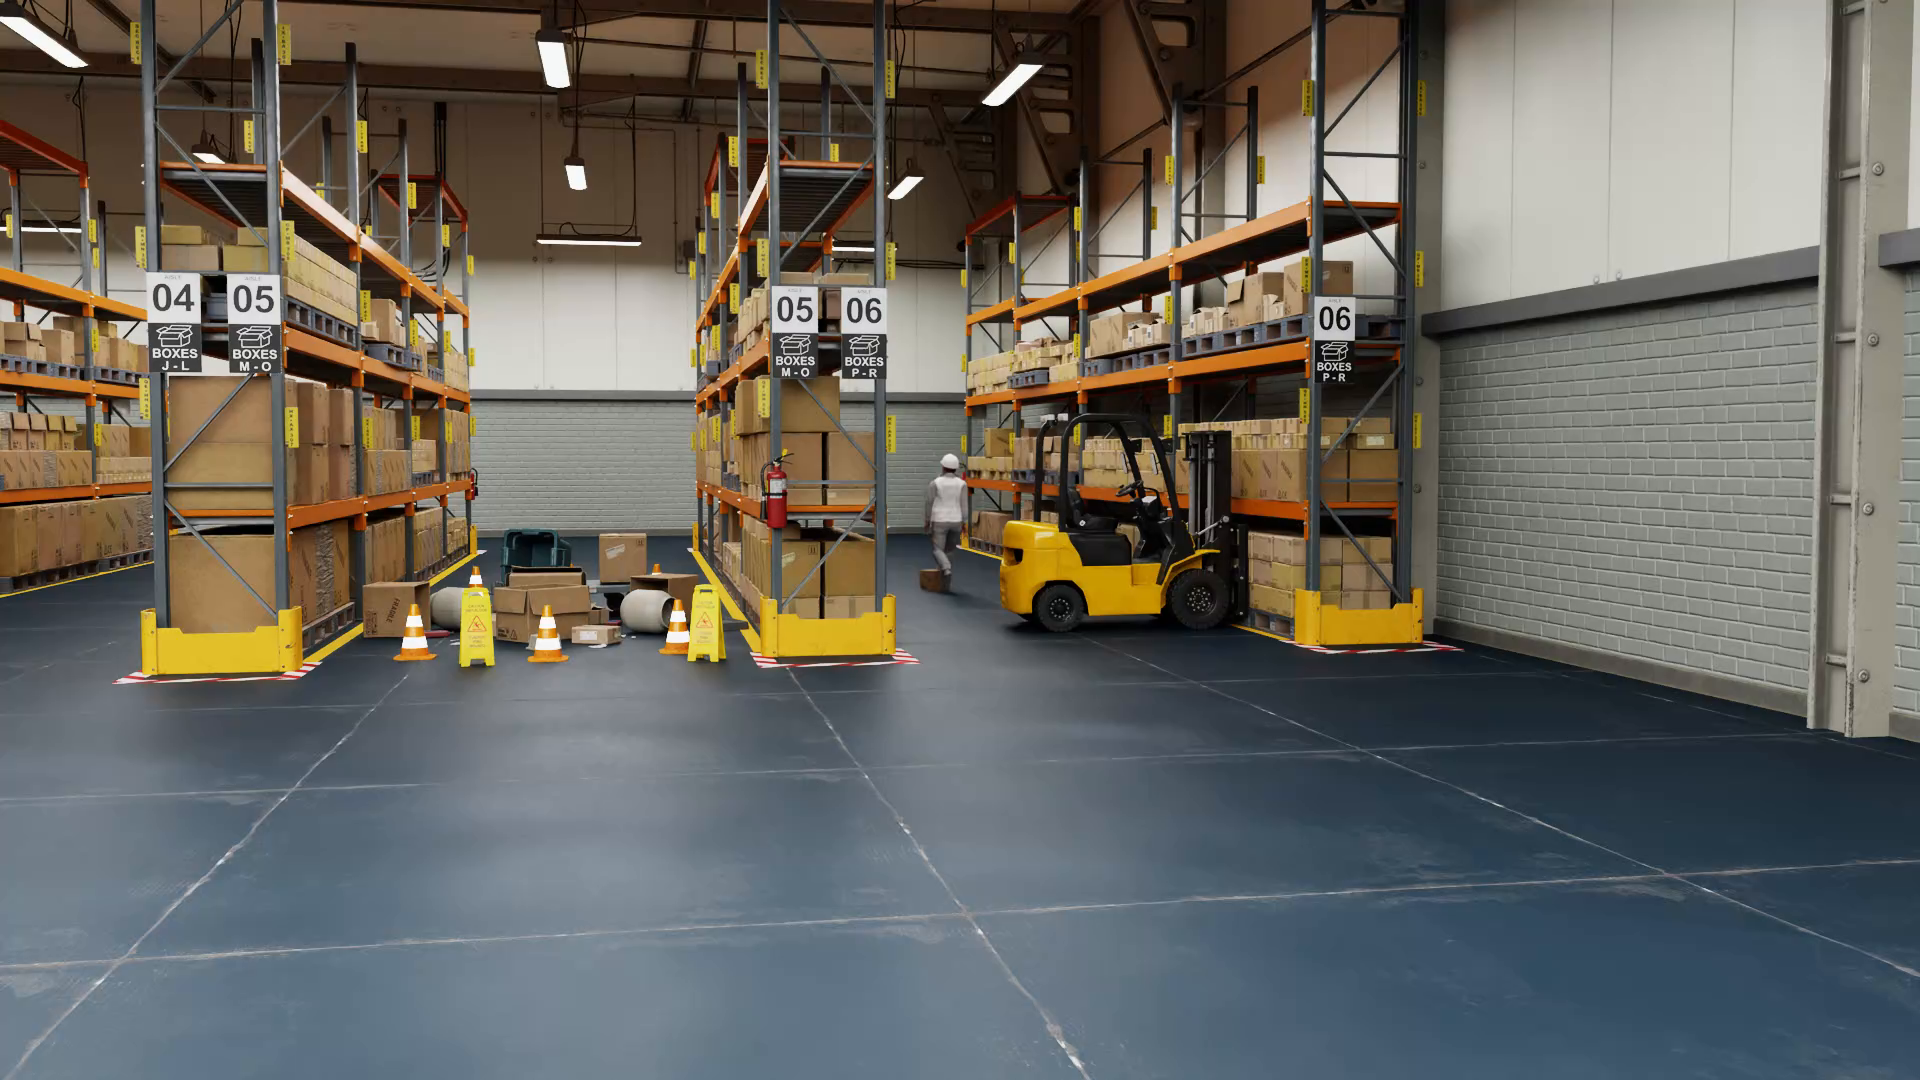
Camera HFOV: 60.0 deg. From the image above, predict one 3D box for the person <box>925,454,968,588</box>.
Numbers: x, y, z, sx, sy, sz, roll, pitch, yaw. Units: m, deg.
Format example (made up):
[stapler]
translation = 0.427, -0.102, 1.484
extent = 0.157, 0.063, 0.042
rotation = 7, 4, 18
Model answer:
[person]
translation = -0.175, -0.234, 21.326
extent = 0.543, 1.737, 0.900
rotation = -1, 3, -17
